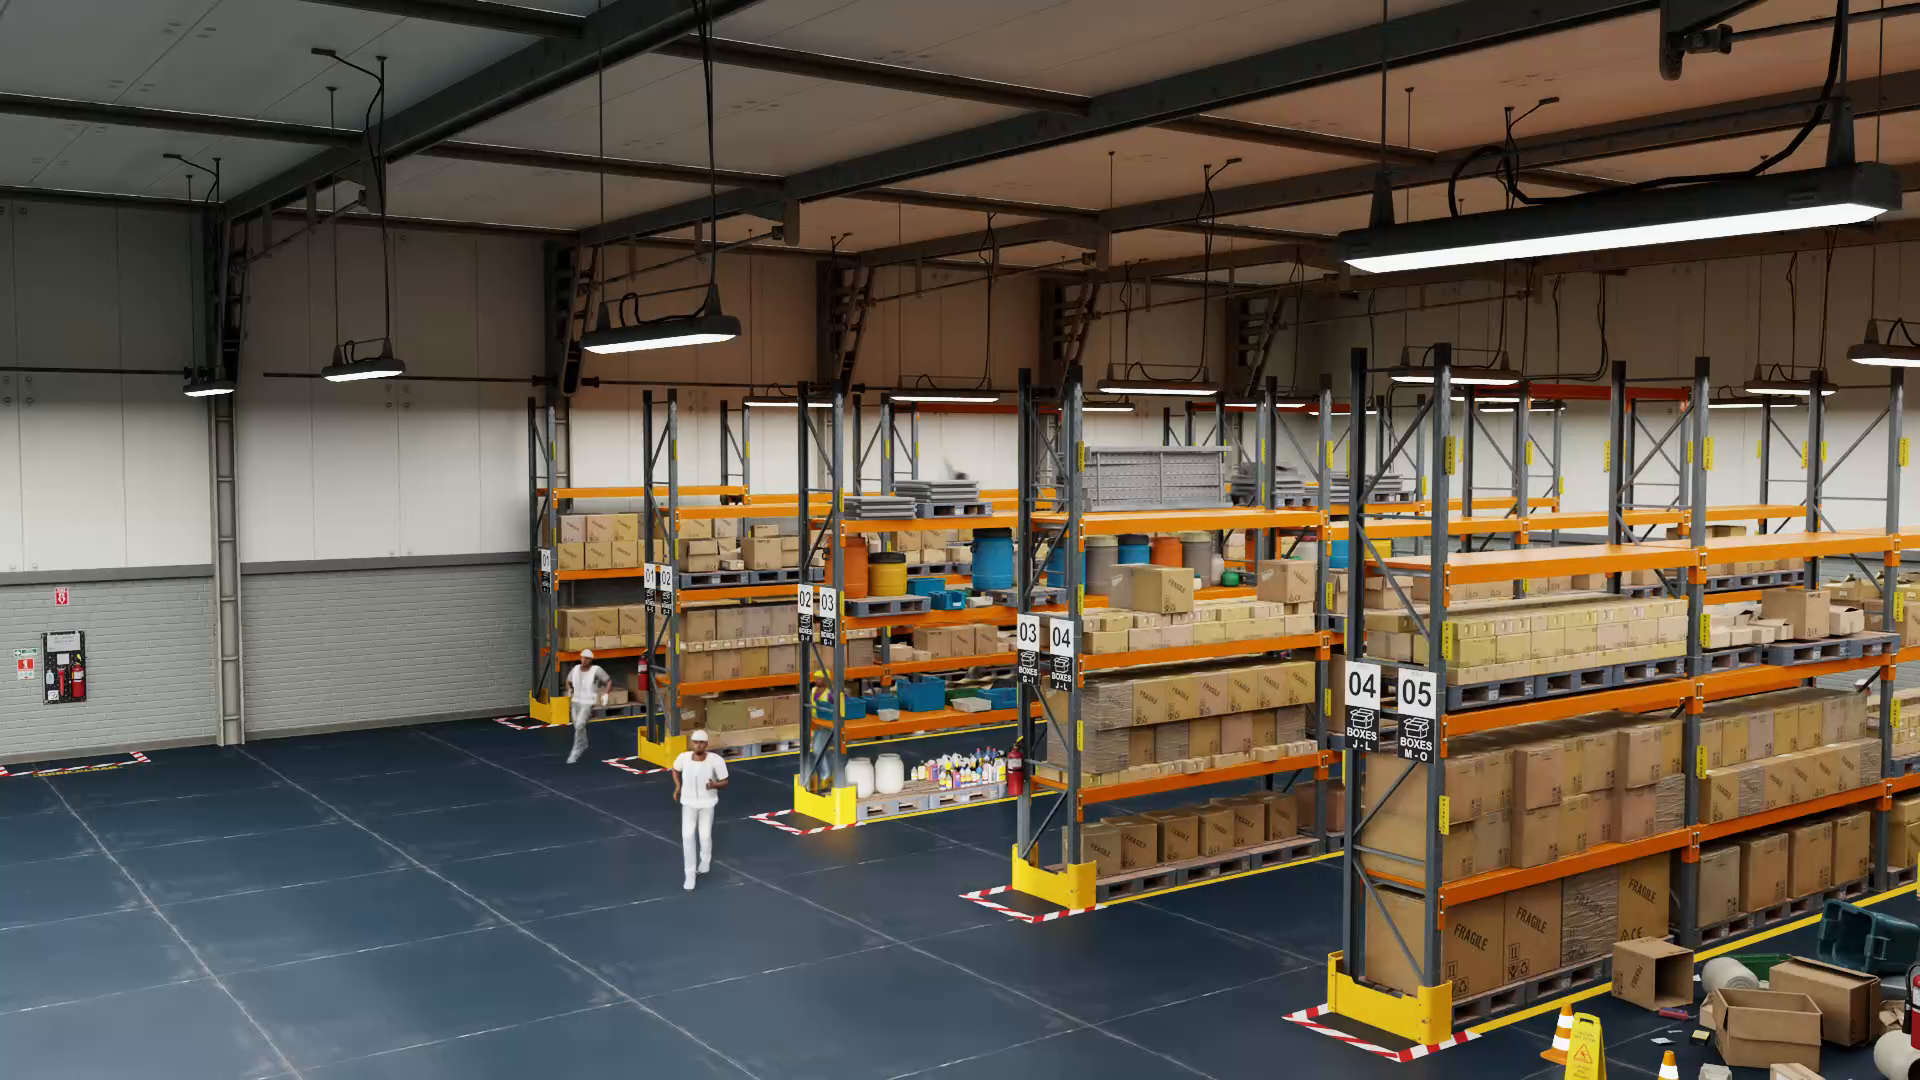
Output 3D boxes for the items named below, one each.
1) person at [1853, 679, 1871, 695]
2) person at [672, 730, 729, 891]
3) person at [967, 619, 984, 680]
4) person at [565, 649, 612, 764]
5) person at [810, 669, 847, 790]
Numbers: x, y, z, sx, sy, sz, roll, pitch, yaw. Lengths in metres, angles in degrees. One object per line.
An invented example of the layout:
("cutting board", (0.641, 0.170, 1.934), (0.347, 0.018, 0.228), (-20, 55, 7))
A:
("person", (12.671, 2.862, 23.418), (0.828, 1.819, 0.639), (-2, 4, -34))
("person", (-3.048, 3.128, 19.504), (0.679, 1.828, 0.813), (0, 3, -4))
("person", (0.309, 2.315, 33.332), (0.800, 1.835, 0.643), (-3, 5, -44))
("person", (-6.087, 2.680, 26.992), (0.750, 1.816, 0.820), (1, 4, 21))
("person", (-2.041, 2.834, 24.855), (0.726, 1.840, 0.744), (3, 5, 44))
